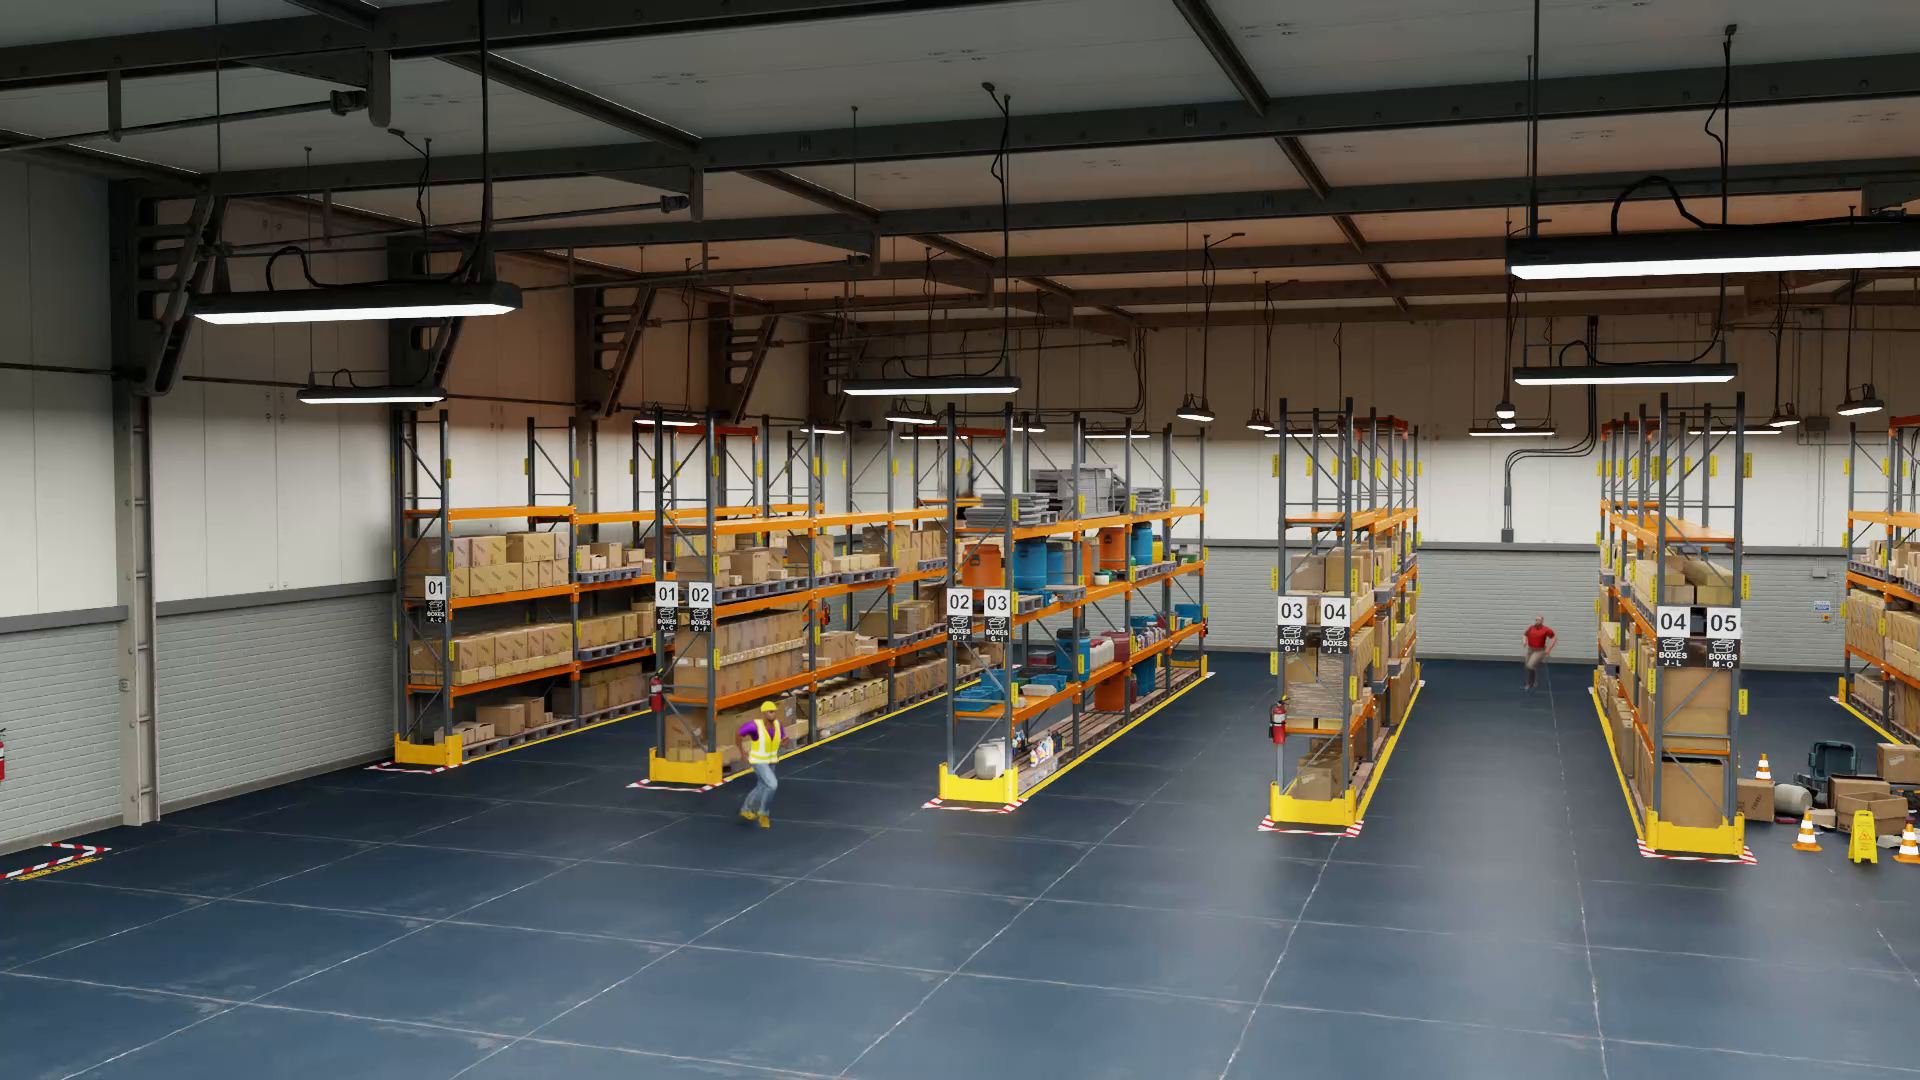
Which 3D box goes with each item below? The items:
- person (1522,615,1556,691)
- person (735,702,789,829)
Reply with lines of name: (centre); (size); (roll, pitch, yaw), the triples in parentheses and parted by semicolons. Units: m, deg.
person: (13.003, 2.569, 37.502); (0.685, 1.752, 0.740); (-2, 3, -34)
person: (-2.757, 3.141, 23.265); (0.849, 1.788, 0.644); (2, 3, 36)
